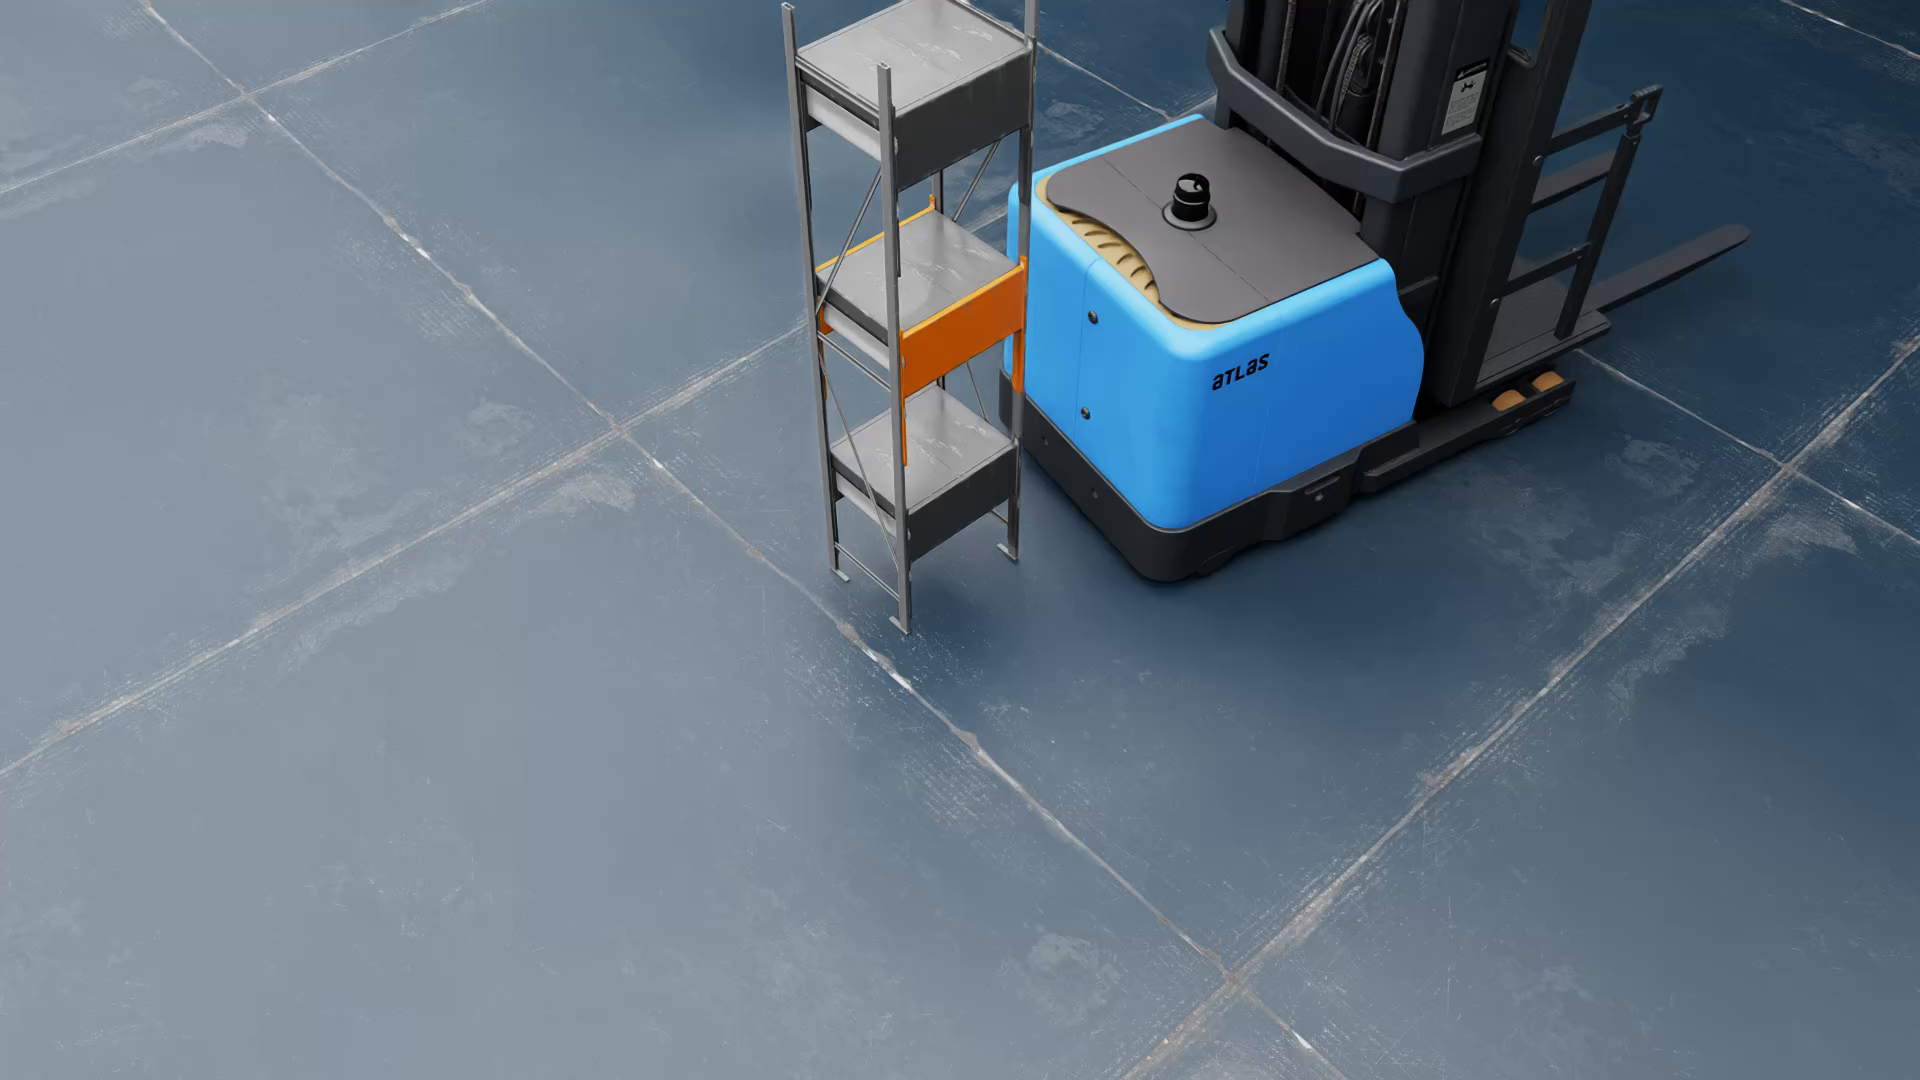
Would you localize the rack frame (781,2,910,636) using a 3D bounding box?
[{"bbox_3d":[-0.303,-0.510,4.791,0.015,2.100,0.400,-34,56,-27],"label":"rack frame"}]

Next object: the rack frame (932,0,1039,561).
[{"bbox_3d":[0.058,-0.751,5.014,0.015,2.100,0.400,-34,56,-27],"label":"rack frame"}]

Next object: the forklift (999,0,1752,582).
[{"bbox_3d":[1.666,-1.686,5.312,3.031,2.935,1.130,-24,52,-21],"label":"forklift"}]

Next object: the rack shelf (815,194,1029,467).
[{"bbox_3d":[-0.122,-0.621,4.913,0.480,0.518,0.431,-34,56,-27],"label":"rack shelf"}]

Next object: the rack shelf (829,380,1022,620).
[{"bbox_3d":[-0.122,-0.146,5.427,0.480,0.518,0.431,-34,56,-27],"label":"rack shelf"}]

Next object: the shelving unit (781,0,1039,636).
[{"bbox_3d":[-0.122,-0.630,4.903,0.503,2.100,0.431,-34,56,-27],"label":"shelving unit"}]

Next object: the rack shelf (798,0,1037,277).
[{"bbox_3d":[-0.122,-1.096,4.398,0.480,0.518,0.431,-34,56,-27],"label":"rack shelf"}]
